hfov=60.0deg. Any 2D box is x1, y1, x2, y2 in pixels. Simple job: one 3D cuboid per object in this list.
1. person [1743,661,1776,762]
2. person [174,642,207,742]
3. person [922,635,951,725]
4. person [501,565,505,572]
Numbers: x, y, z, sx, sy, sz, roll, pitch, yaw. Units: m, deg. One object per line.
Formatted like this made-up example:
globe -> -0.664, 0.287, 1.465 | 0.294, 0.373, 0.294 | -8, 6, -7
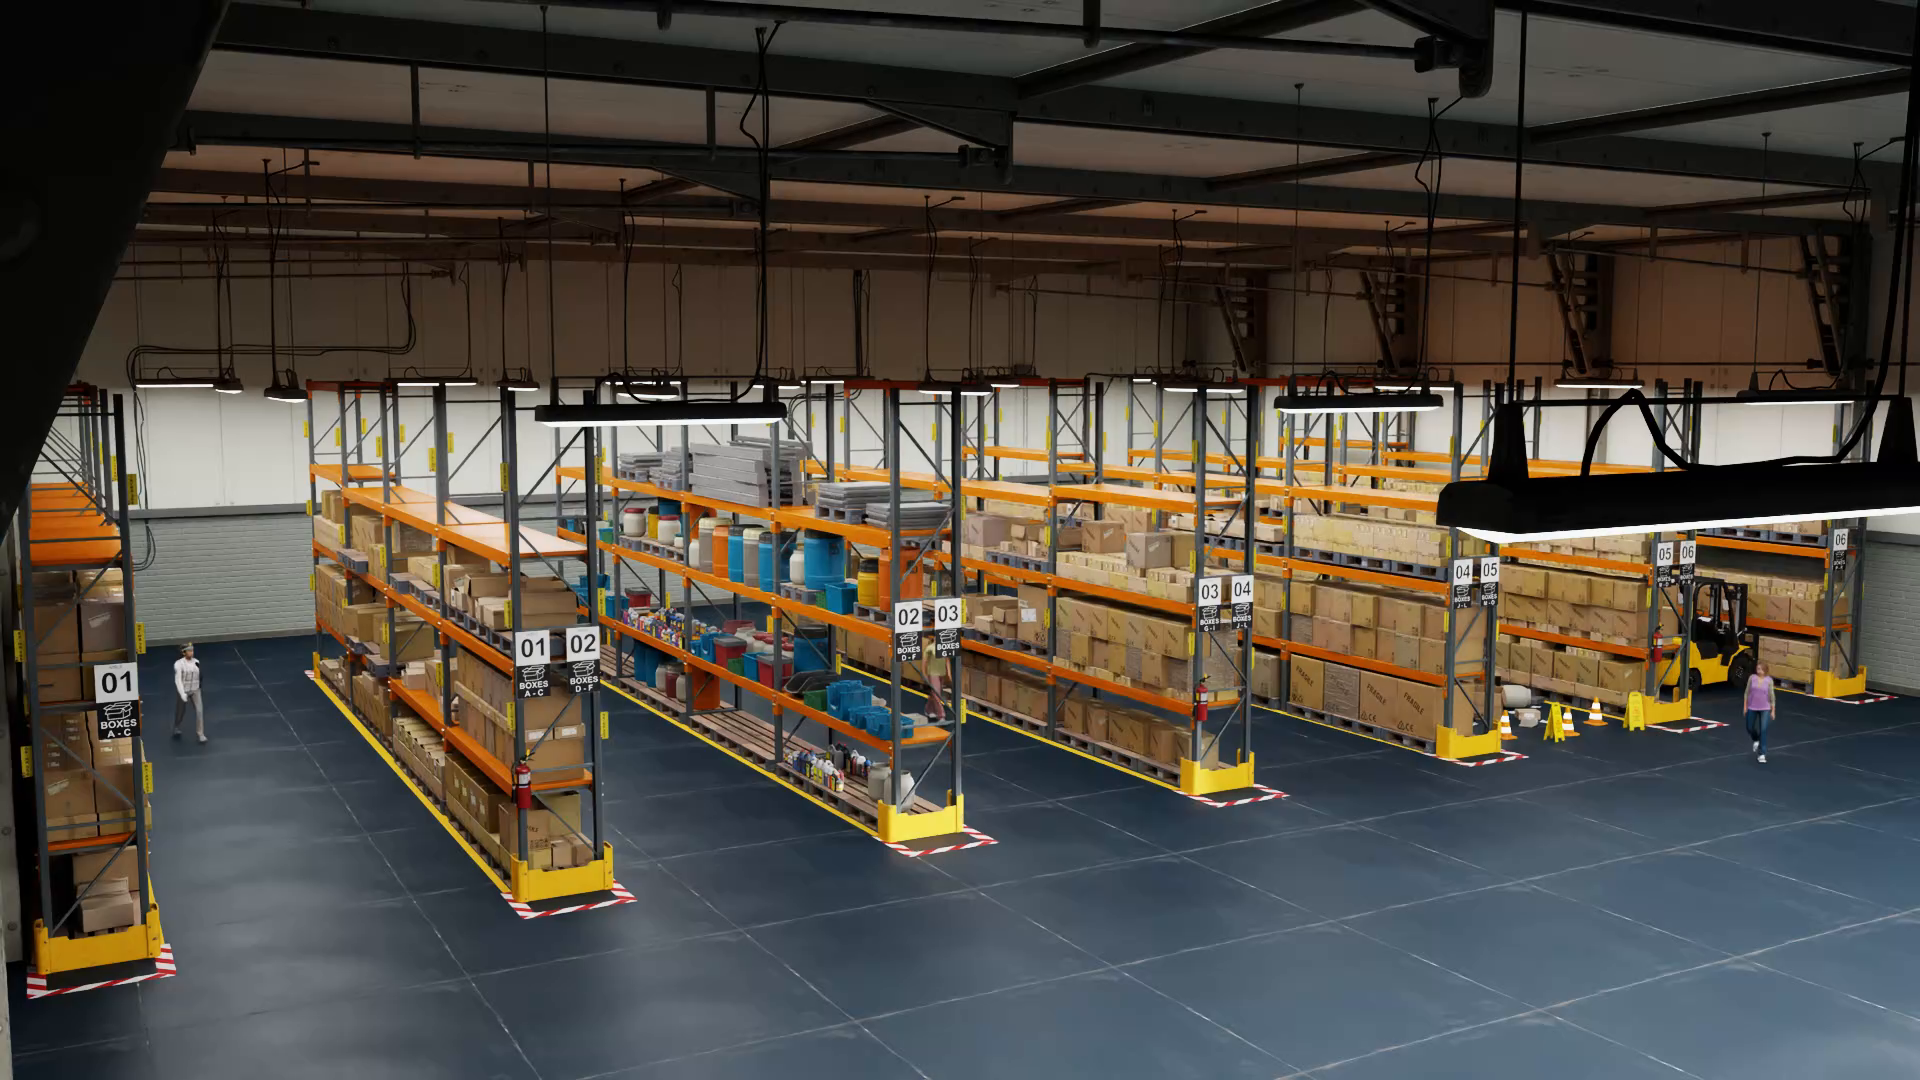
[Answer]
person -> 12.782, 2.717, 26.589 | 0.473, 1.567, 0.716 | 3, 7, 29
person -> -12.967, 2.525, 27.912 | 0.432, 1.641, 0.989 | -5, 8, -39
person -> -0.358, 2.385, 29.315 | 0.458, 1.623, 0.964 | -5, 8, -39
person -> -10.447, 1.384, 38.143 | 0.609, 1.776, 0.566 | 3, 7, 25
